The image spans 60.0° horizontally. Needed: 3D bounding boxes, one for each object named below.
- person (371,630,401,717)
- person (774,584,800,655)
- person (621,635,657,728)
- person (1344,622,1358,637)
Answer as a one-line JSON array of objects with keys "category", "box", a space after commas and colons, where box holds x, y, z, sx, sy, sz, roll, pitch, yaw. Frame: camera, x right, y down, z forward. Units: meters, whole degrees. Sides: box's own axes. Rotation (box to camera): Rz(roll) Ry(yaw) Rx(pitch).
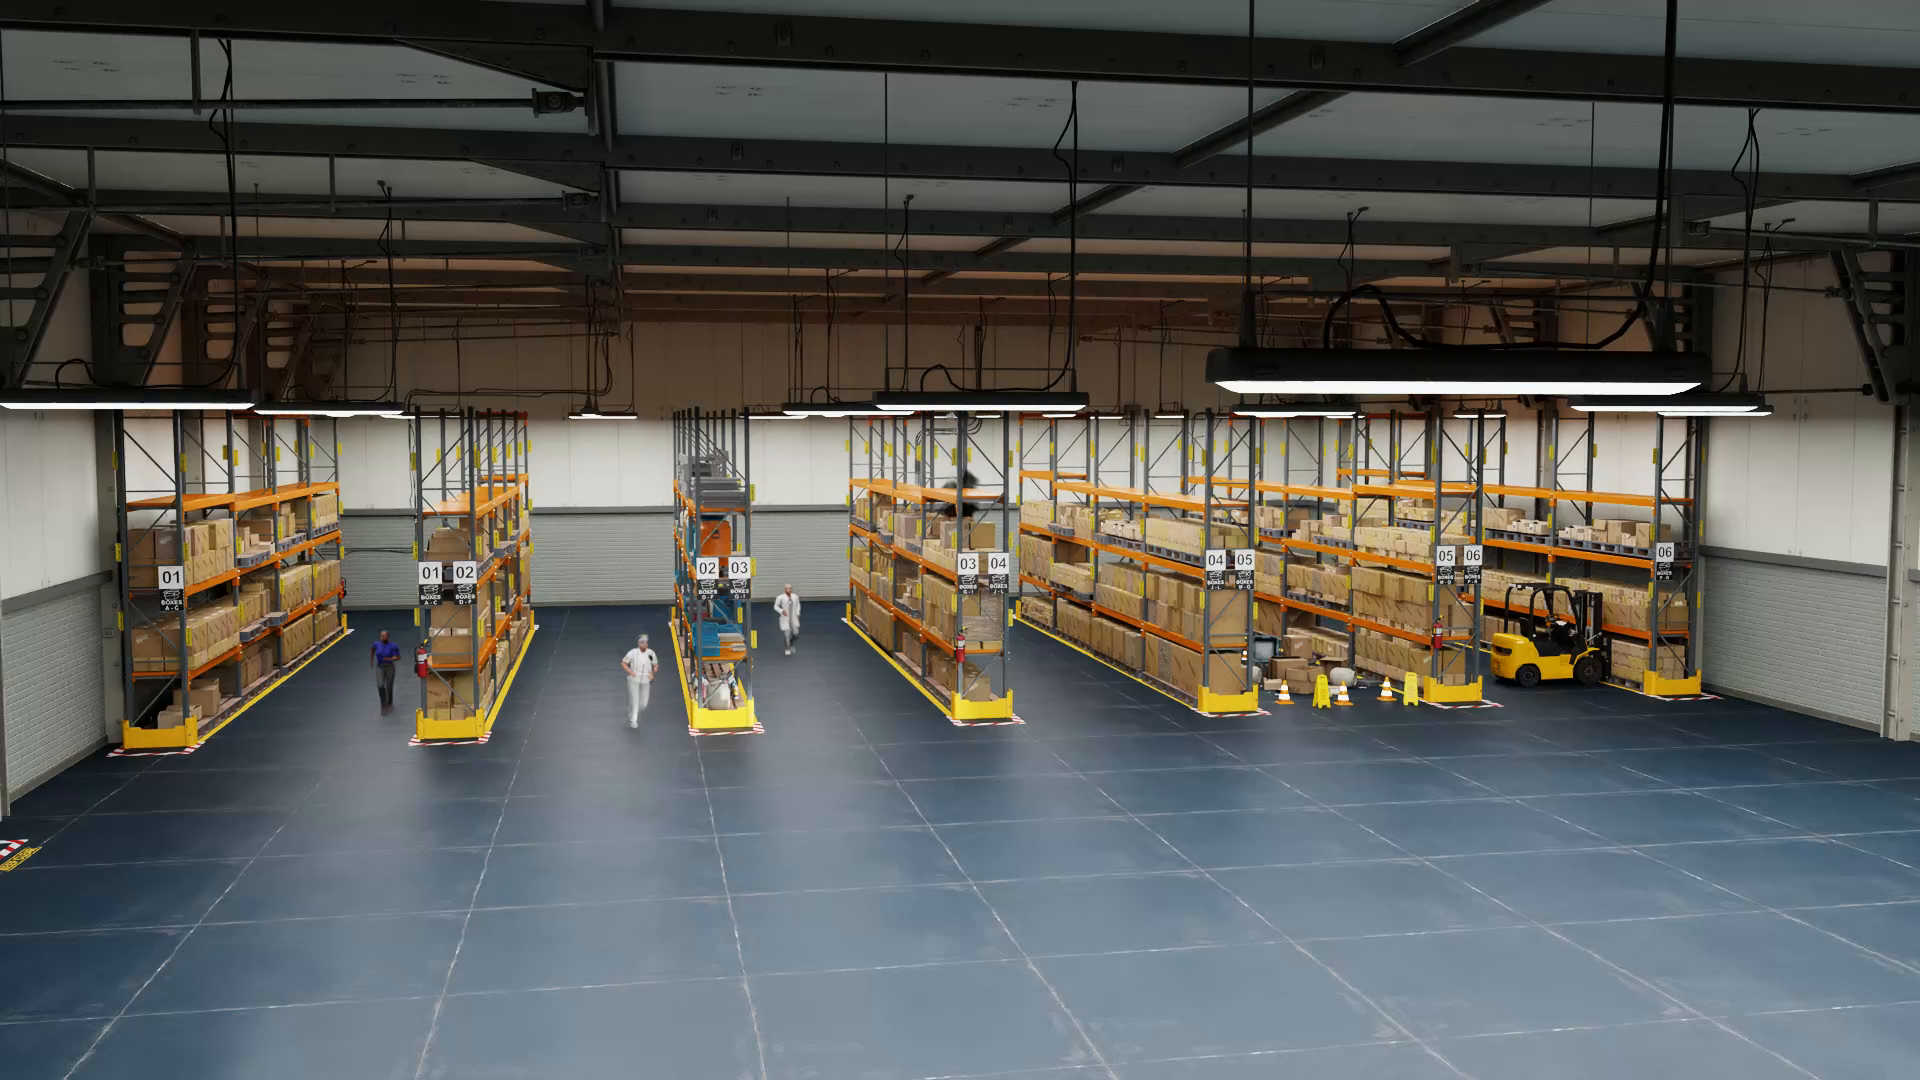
[{"category": "person", "box": [-11.260, 2.598, 32.625, 0.599, 1.686, 0.833, -1, 4, -10]}, {"category": "person", "box": [-4.190, 1.955, 40.695, 0.714, 1.742, 0.635, -2, 4, -23]}, {"category": "person", "box": [-6.036, 2.642, 31.389, 0.695, 1.740, 0.639, -2, 4, -24]}, {"category": "person", "box": [10.158, 1.821, 42.771, 0.686, 1.722, 0.589, -1, 4, -13]}]
